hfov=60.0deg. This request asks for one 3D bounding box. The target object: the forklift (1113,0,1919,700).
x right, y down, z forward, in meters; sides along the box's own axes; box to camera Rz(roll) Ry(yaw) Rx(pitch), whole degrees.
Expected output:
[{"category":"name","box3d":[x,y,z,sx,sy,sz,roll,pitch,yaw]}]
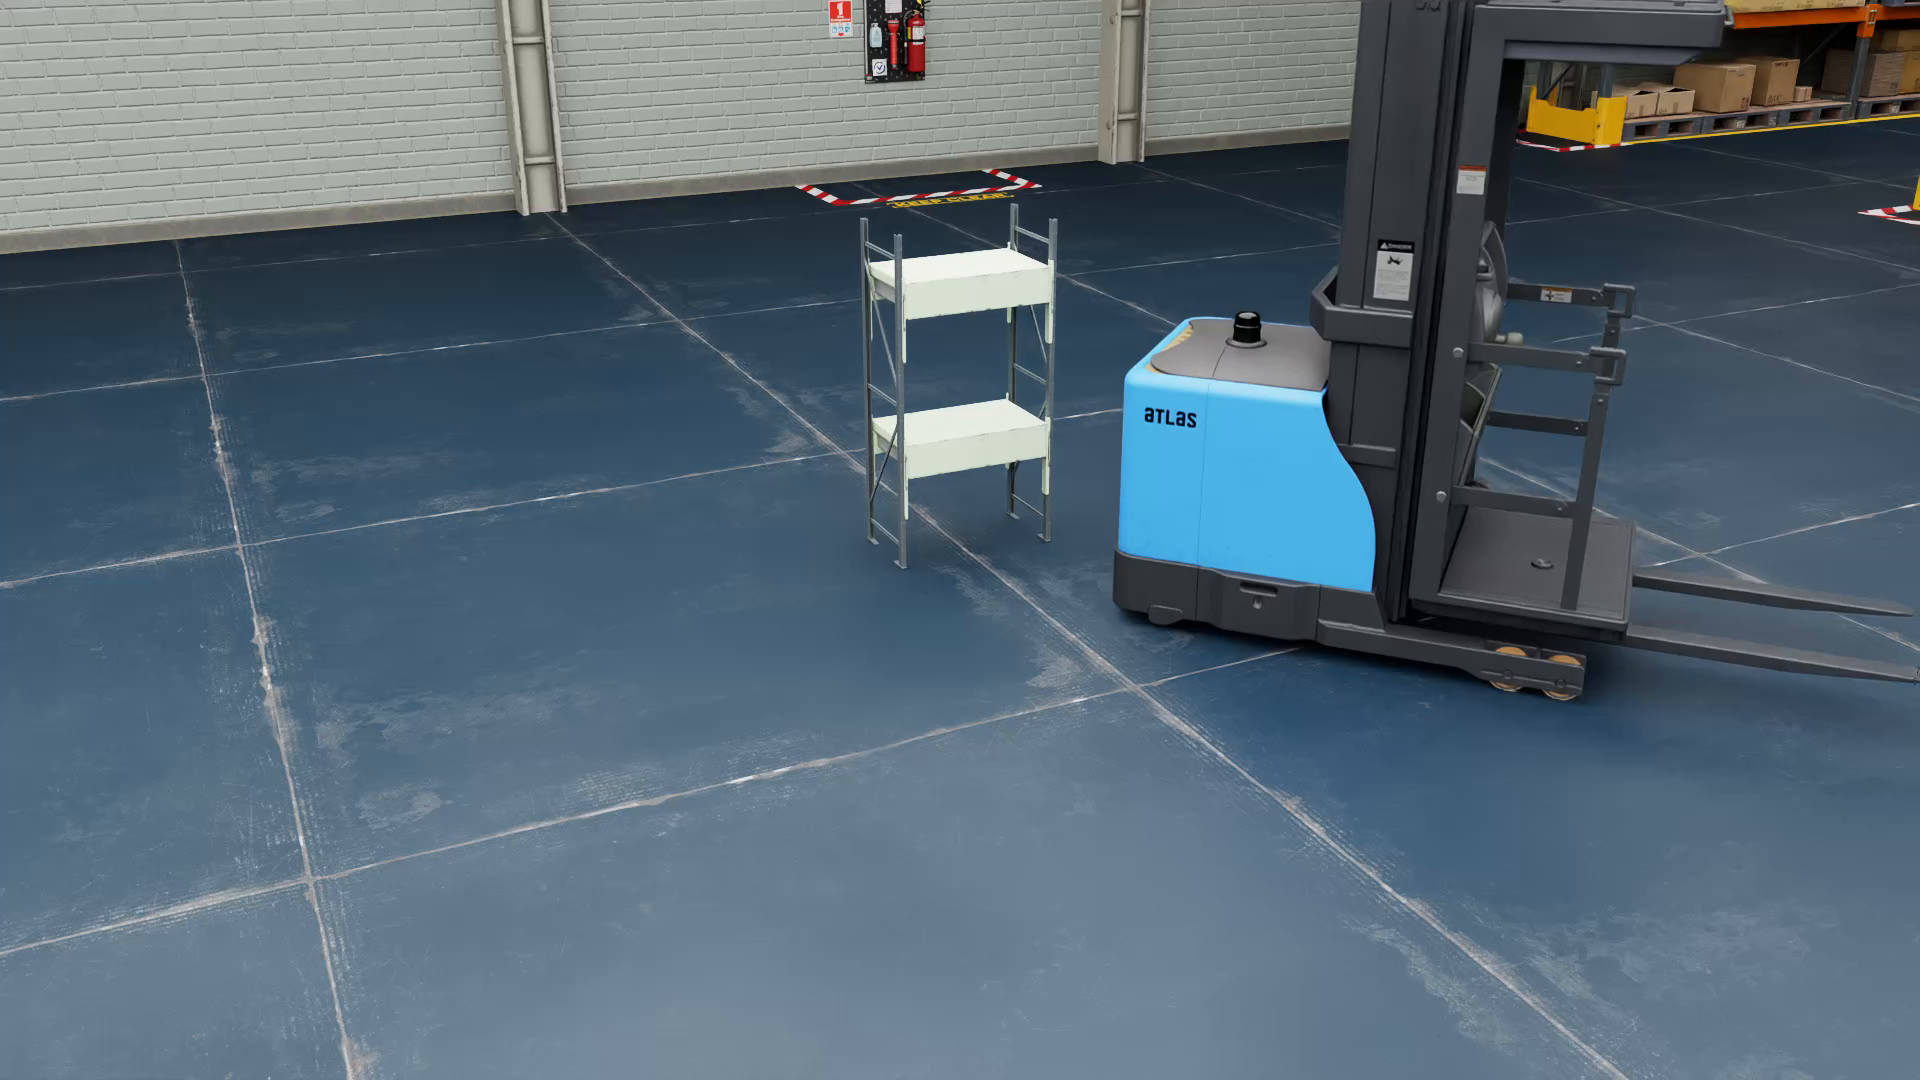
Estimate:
[{"category":"forklift","box3d":[2.206,-0.979,6.284,3.031,2.935,1.130,9,24,20]}]

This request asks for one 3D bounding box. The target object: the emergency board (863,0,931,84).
[{"category":"emergency board","box3d":[-0.577,-4.931,15.739,0.643,1.169,0.194,-10,25,-24]}]

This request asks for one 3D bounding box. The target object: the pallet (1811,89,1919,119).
[{"category":"pallet","box3d":[11.122,-5.413,20.551,1.213,0.211,1.003,-10,25,-24]}]

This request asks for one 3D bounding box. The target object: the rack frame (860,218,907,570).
[{"category":"rack frame","box3d":[-0.336,-0.631,7.314,0.023,1.500,0.400,-10,25,-24]}]

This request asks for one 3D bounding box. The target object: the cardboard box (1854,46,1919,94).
[{"category":"cardboard box","box3d":[11.521,-5.851,20.656,0.500,0.500,0.700,-11,25,-25]}]

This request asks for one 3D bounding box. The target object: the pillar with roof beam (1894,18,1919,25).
[{"category":"pillar with roof beam","box3d":[14.346,-8.606,16.775,0.400,9.000,9.100,-10,25,-24]}]

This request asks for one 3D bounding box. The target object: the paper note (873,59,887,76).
[{"category":"paper note","box3d":[-0.766,-4.518,15.894,0.142,0.148,0.016,-10,25,-24]}]

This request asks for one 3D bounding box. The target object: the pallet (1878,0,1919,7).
[{"category":"pallet","box3d":[11.173,-6.560,19.926,1.213,0.211,1.003,-10,25,-24]}]

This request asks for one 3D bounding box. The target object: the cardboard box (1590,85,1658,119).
[{"category":"cardboard box","box3d":[7.480,-4.953,18.734,0.500,0.311,0.500,-14,26,-30]}]

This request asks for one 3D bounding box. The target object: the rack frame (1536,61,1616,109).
[{"category":"rack frame","box3d":[6.817,-5.908,18.102,0.127,3.000,1.000,-10,25,-24]}]

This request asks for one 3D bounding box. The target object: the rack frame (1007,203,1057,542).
[{"category":"rack frame","box3d":[0.324,-0.753,7.607,0.023,1.500,0.400,-10,25,-24]}]

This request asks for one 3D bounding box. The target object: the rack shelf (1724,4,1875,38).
[{"category":"rack shelf","box3d":[8.619,-5.908,19.041,4.000,0.370,1.077,-10,25,-24]}]

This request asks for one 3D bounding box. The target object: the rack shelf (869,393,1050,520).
[{"category":"rack shelf","box3d":[-0.006,-0.391,7.585,0.720,0.370,0.431,-10,25,-24]}]

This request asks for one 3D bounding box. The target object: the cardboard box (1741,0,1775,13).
[{"category":"cardboard box","box3d":[8.774,-6.076,18.677,0.500,0.250,0.500,-10,25,-23]}]

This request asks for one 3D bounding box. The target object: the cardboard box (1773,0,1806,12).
[{"category":"cardboard box","box3d":[9.227,-6.160,18.880,0.500,0.250,0.500,-11,25,-24]}]

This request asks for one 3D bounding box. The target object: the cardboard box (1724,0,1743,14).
[{"category":"cardboard box","box3d":[8.318,-5.993,18.477,0.500,0.250,0.500,-11,25,-24]}]

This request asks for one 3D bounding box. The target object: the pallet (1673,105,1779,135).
[{"category":"pallet","box3d":[8.731,-4.956,19.447,1.213,0.211,1.003,-10,25,-24]}]

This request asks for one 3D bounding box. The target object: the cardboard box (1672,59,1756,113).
[{"category":"cardboard box","box3d":[8.676,-5.239,19.179,0.500,0.500,0.700,-12,25,-27]}]

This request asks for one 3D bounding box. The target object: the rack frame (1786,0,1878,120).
[{"category":"rack frame","box3d":[10.421,-6.572,19.704,0.127,3.000,1.000,-10,25,-24]}]

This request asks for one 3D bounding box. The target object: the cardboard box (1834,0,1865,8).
[{"category":"cardboard box","box3d":[10.126,-6.329,19.287,0.500,0.250,0.500,-10,25,-23]}]

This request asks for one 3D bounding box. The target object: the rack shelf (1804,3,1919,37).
[{"category":"rack shelf","box3d":[12.223,-6.571,20.643,4.000,0.370,1.077,-10,25,-24]}]

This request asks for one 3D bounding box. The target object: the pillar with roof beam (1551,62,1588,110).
[{"category":"pillar with roof beam","box3d":[8.940,-7.611,14.371,0.400,9.000,9.100,-10,25,-24]}]

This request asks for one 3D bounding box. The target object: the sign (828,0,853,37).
[{"category":"sign","box3d":[-1.120,-4.891,15.597,0.234,0.329,0.001,-10,25,-24]}]

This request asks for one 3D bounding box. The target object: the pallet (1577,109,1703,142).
[{"category":"pallet","box3d":[7.633,-4.755,18.961,1.213,0.211,1.003,-10,25,-24]}]

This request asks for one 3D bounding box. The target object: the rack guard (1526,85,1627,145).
[{"category":"rack guard","box3d":[6.886,-4.766,18.610,0.348,0.500,1.175,-10,25,-24]}]

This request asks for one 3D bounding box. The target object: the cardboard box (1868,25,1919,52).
[{"category":"cardboard box","box3d":[11.473,-6.169,20.443,0.500,0.250,0.500,-11,25,-25]}]

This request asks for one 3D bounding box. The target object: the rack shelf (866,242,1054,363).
[{"category":"rack shelf","box3d":[-0.006,-1.052,7.311,0.720,0.370,0.431,-10,25,-24]}]

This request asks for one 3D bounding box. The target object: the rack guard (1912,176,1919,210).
[{"category":"rack guard","box3d":[8.947,-3.043,14.447,0.348,0.500,1.175,-10,25,-24]}]

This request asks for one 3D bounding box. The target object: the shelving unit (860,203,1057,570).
[{"category":"shelving unit","box3d":[-0.006,-0.692,7.460,0.755,1.500,0.431,-10,25,-24]}]

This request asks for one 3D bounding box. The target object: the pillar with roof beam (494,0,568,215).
[{"category":"pillar with roof beam","box3d":[-1.873,-5.620,9.562,0.400,9.000,9.100,-10,25,-24]}]

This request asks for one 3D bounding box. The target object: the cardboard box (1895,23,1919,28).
[{"category":"cardboard box","box3d":[11.940,-6.256,20.655,0.500,0.250,0.500,-11,25,-25]}]

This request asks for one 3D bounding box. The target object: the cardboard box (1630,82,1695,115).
[{"category":"cardboard box","box3d":[7.993,-5.048,18.962,0.500,0.311,0.500,-8,24,-19]}]

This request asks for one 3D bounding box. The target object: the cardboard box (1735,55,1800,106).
[{"category":"cardboard box","box3d":[9.504,-5.434,19.649,0.500,0.500,0.500,-12,26,-28]}]

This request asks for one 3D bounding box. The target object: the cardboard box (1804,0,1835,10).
[{"category":"cardboard box","box3d":[9.674,-6.249,19.094,0.500,0.250,0.500,-10,25,-23]}]

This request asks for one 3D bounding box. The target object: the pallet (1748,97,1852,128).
[{"category":"pallet","box3d":[9.832,-5.160,19.939,1.213,0.211,1.003,-10,25,-24]}]

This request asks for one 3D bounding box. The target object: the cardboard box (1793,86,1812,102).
[{"category":"cardboard box","box3d":[9.952,-5.367,19.923,0.250,0.166,0.380,-14,26,-30]}]

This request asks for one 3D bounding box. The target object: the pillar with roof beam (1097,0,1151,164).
[{"category":"pillar with roof beam","box3d":[3.533,-6.616,11.966,0.400,9.000,9.100,-10,25,-24]}]

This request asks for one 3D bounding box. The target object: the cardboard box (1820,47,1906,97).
[{"category":"cardboard box","box3d":[11.077,-5.748,20.407,0.500,0.500,0.700,-10,24,-22]}]

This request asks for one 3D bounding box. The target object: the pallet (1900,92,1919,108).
[{"category":"pallet","box3d":[12.223,-5.617,21.043,1.213,0.211,1.003,-10,25,-24]}]
